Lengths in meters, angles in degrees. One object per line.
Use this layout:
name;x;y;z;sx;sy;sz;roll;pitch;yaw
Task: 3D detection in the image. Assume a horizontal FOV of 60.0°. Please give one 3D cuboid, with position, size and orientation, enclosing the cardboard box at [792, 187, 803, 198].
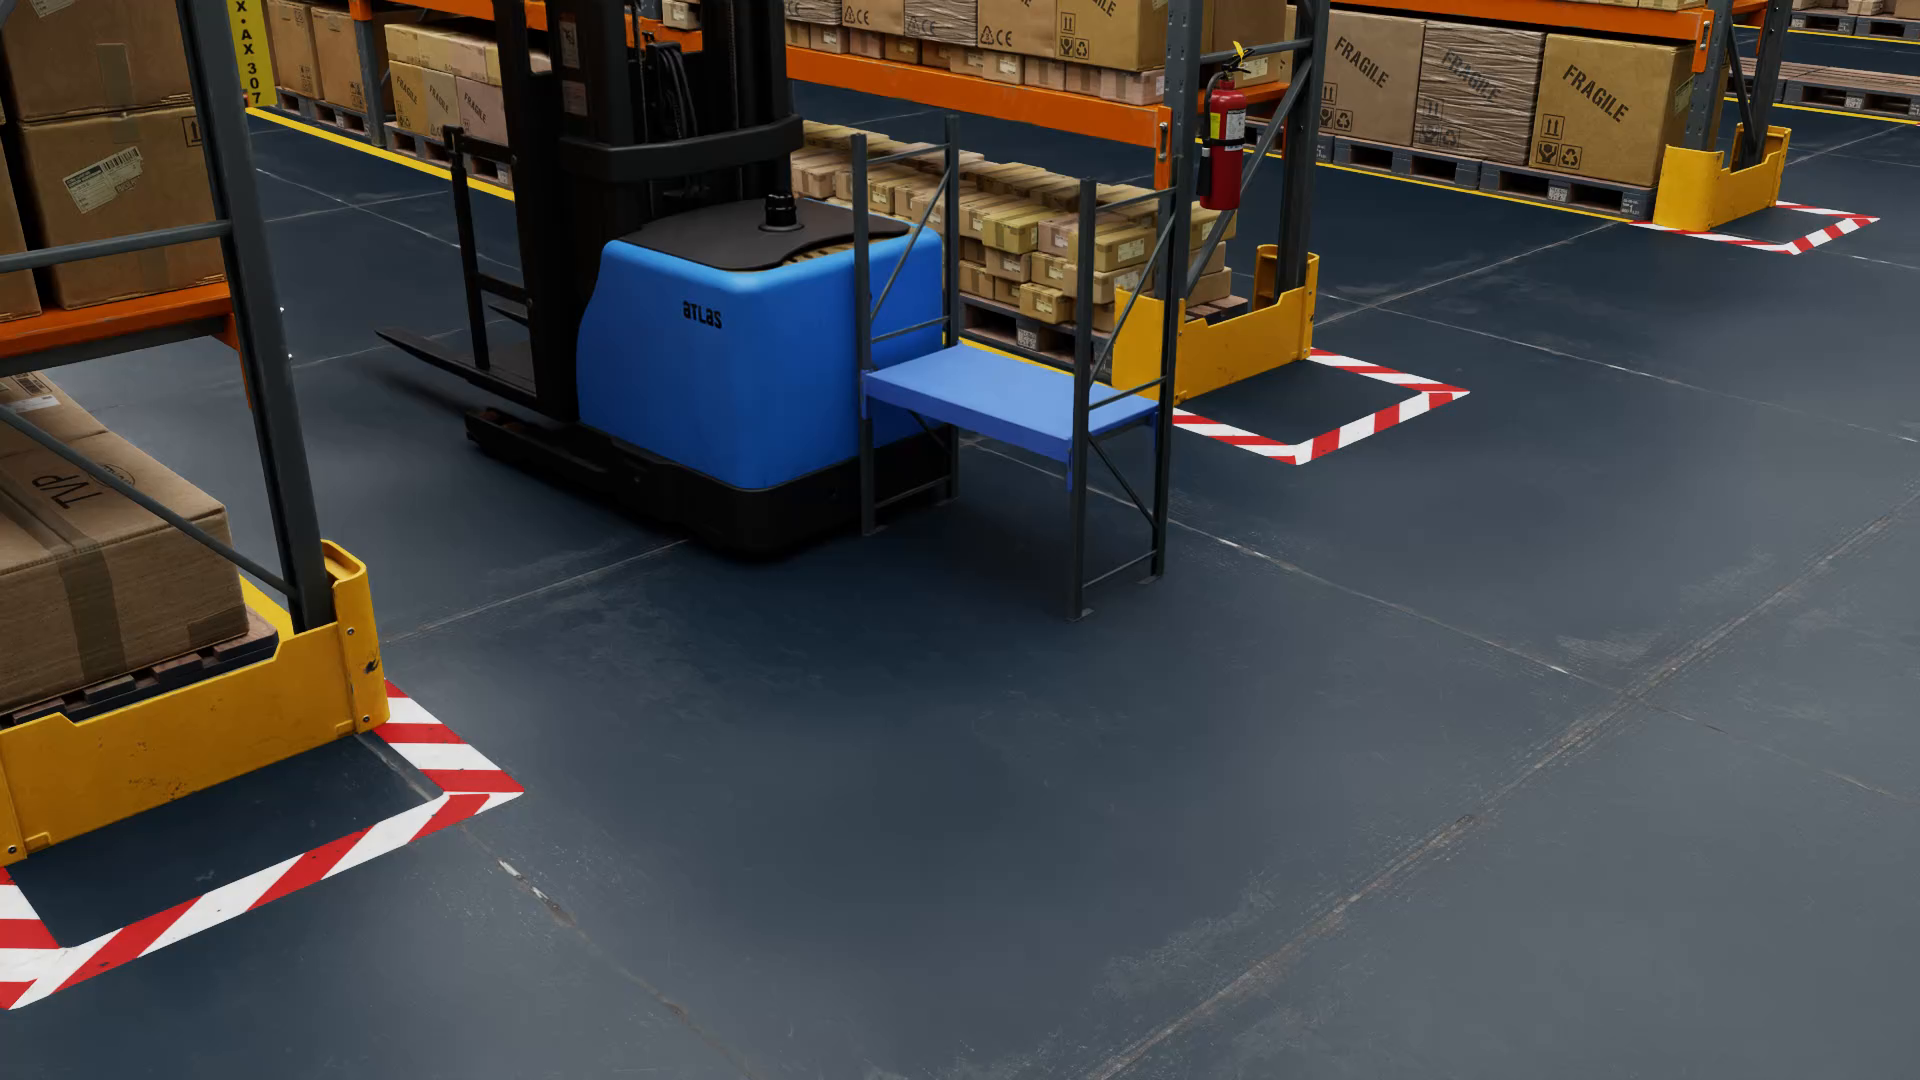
cardboard box;-0.831;-1.991;9.570;0.250;0.149;0.380;22;32;39

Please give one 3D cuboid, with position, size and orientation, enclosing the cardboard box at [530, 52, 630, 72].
cardboard box;-2.494;-3.068;10.963;0.500;0.250;0.500;-19;31;-36

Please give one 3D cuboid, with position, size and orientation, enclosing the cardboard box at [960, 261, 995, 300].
cardboard box;0.218;-1.366;8.560;0.380;0.149;0.250;-21;32;-38

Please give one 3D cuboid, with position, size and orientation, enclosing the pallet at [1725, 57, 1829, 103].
pallet;7.216;-4.291;15.401;1.003;0.211;1.213;-21;32;-38

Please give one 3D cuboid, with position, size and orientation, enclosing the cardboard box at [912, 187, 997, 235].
cardboard box;-0.026;-1.697;8.569;0.380;0.149;0.250;-20;31;-37

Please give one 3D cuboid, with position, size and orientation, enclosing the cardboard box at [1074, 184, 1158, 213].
cardboard box;0.810;-1.729;8.639;0.380;0.149;0.250;-21;32;-39

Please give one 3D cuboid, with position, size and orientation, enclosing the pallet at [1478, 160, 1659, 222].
pallet;4.361;-2.475;11.421;1.003;0.211;1.213;-21;32;-38

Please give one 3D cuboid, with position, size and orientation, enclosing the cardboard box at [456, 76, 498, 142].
cardboard box;-3.195;-3.033;11.789;0.500;0.500;0.500;-22;33;-40

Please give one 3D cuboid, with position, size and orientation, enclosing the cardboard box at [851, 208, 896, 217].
cardboard box;-0.384;-1.724;8.986;0.380;0.149;0.250;-21;32;-38

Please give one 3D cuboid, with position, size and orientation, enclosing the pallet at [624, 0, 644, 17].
pallet;-1.875;-3.545;10.637;1.003;0.211;1.213;-21;32;-38

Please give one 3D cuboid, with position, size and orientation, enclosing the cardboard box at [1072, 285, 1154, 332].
cardboard box;0.763;-1.142;8.067;0.380;0.149;0.250;-21;32;-38

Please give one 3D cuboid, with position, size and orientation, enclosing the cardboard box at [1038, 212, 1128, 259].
cardboard box;0.599;-1.493;8.121;0.380;0.149;0.250;-20;32;-37

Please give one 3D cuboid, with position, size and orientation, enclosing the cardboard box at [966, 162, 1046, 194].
cardboard box;0.251;-1.960;9.145;0.380;0.149;0.250;-21;32;-38

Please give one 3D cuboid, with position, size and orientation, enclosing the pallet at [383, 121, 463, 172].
pallet;-3.659;-3.065;12.715;1.003;0.211;1.213;-21;32;-38

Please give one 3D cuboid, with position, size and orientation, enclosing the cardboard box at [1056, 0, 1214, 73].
cardboard box;0.780;-2.391;7.399;0.500;0.500;0.500;-20;32;-37

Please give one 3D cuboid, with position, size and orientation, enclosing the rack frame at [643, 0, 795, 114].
rack frame;-1.458;-3.359;9.999;1.000;3.000;0.127;-21;32;-38

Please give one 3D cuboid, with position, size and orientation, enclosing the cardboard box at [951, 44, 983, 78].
cardboard box;0.171;-2.368;8.130;0.250;0.149;0.380;22;33;39

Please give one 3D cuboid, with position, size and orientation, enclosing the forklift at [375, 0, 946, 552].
forklift;-1.462;-1.797;6.658;3.031;2.935;1.130;22;32;39

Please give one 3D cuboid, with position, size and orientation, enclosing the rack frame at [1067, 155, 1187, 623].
rack frame;0.546;-0.479;5.493;0.032;1.500;0.500;22;32;39

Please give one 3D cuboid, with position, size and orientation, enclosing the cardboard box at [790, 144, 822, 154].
cardboard box;-1.020;-2.198;9.666;0.380;0.149;0.250;-22;32;-39

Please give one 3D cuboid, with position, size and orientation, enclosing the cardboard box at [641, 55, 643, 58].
cardboard box;-1.771;-3.053;10.930;0.500;0.250;0.500;22;33;39

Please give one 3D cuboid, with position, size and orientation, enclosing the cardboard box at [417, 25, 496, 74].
cardboard box;-3.551;-3.535;11.987;0.500;0.250;0.500;-22;32;-39

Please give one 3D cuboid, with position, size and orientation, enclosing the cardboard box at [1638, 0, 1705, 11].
cardboard box;4.481;-3.424;10.444;0.380;0.149;0.250;-20;32;-38

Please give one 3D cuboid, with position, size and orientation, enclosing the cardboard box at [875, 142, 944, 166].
cardboard box;-0.273;-2.194;9.657;0.250;0.149;0.380;22;32;39

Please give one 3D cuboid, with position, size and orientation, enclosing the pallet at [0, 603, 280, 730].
pallet;-2.872;0.336;5.259;1.003;0.211;1.213;-21;32;-38

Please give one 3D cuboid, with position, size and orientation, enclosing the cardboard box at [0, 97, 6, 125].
cardboard box;-2.772;-1.291;4.142;0.500;0.500;0.500;-20;31;-37

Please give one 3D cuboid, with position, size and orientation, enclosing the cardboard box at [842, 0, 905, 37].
cardboard box;-0.255;-2.854;8.412;0.500;0.500;0.500;-19;31;-36

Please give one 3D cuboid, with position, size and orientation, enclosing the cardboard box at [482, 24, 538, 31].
cardboard box;-3.181;-3.683;12.312;0.500;0.250;0.500;-21;32;-38

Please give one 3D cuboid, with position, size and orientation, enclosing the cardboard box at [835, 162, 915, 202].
cardboard box;-0.465;-1.966;9.157;0.250;0.149;0.380;22;33;40

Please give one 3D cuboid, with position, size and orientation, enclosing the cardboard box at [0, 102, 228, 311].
cardboard box;-2.387;-0.985;4.674;0.500;0.500;0.500;-22;32;-39

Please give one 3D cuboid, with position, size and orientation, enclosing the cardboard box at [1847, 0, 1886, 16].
cardboard box;10.192;-6.008;18.690;0.380;0.166;0.250;-21;32;-38

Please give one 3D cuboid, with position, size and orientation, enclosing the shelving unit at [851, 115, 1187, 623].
shelving unit;0.179;-0.625;5.813;1.048;1.500;0.538;22;32;39

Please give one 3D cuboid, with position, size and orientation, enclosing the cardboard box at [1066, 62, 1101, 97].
cardboard box;0.704;-2.138;7.624;0.380;0.149;0.250;-21;32;-39

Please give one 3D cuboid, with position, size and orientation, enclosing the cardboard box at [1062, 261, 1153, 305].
cardboard box;0.706;-1.256;7.959;0.380;0.149;0.250;-22;33;-40

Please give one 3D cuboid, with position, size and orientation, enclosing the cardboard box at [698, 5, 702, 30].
cardboard box;-1.273;-3.009;9.535;0.380;0.149;0.250;-20;31;-37

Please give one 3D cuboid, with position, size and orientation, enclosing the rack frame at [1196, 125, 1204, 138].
rack frame;2.231;-4.736;13.017;1.000;3.000;0.127;-21;32;-38

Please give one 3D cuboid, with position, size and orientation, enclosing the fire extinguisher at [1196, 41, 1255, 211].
fire extinguisher;1.111;-1.735;6.982;0.296;0.674;0.183;-21;32;-38

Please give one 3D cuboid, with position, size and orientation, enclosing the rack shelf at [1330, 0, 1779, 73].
rack shelf;3.598;-3.802;11.838;1.077;0.370;4.000;-21;32;-38

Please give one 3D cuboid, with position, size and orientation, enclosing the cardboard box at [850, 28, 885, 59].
cardboard box;-0.351;-2.613;8.666;0.380;0.149;0.250;-20;31;-37

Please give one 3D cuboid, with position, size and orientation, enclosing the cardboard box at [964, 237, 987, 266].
cardboard box;0.241;-1.523;8.545;0.380;0.149;0.250;-22;32;-39

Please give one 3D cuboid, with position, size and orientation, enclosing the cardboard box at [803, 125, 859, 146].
cardboard box;-0.822;-2.424;10.161;0.380;0.149;0.250;-21;32;-38

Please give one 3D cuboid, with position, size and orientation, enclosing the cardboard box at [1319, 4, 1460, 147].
cardboard box;3.239;-3.465;12.285;0.875;0.875;0.875;-21;32;-38

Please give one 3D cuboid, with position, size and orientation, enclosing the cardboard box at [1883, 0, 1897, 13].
cardboard box;10.574;-6.202;18.941;0.500;0.311;0.500;-21;32;-38

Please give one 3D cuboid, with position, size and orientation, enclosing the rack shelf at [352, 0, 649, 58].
rack shelf;-2.825;-3.638;11.477;1.077;0.370;4.000;-21;32;-38

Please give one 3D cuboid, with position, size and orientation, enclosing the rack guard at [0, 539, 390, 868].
rack guard;-2.252;0.432;4.701;1.175;0.500;0.348;-21;32;-38

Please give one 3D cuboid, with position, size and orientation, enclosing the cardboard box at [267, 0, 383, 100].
cardboard box;-5.143;-4.213;14.075;1.050;0.750;0.750;-21;32;-38
